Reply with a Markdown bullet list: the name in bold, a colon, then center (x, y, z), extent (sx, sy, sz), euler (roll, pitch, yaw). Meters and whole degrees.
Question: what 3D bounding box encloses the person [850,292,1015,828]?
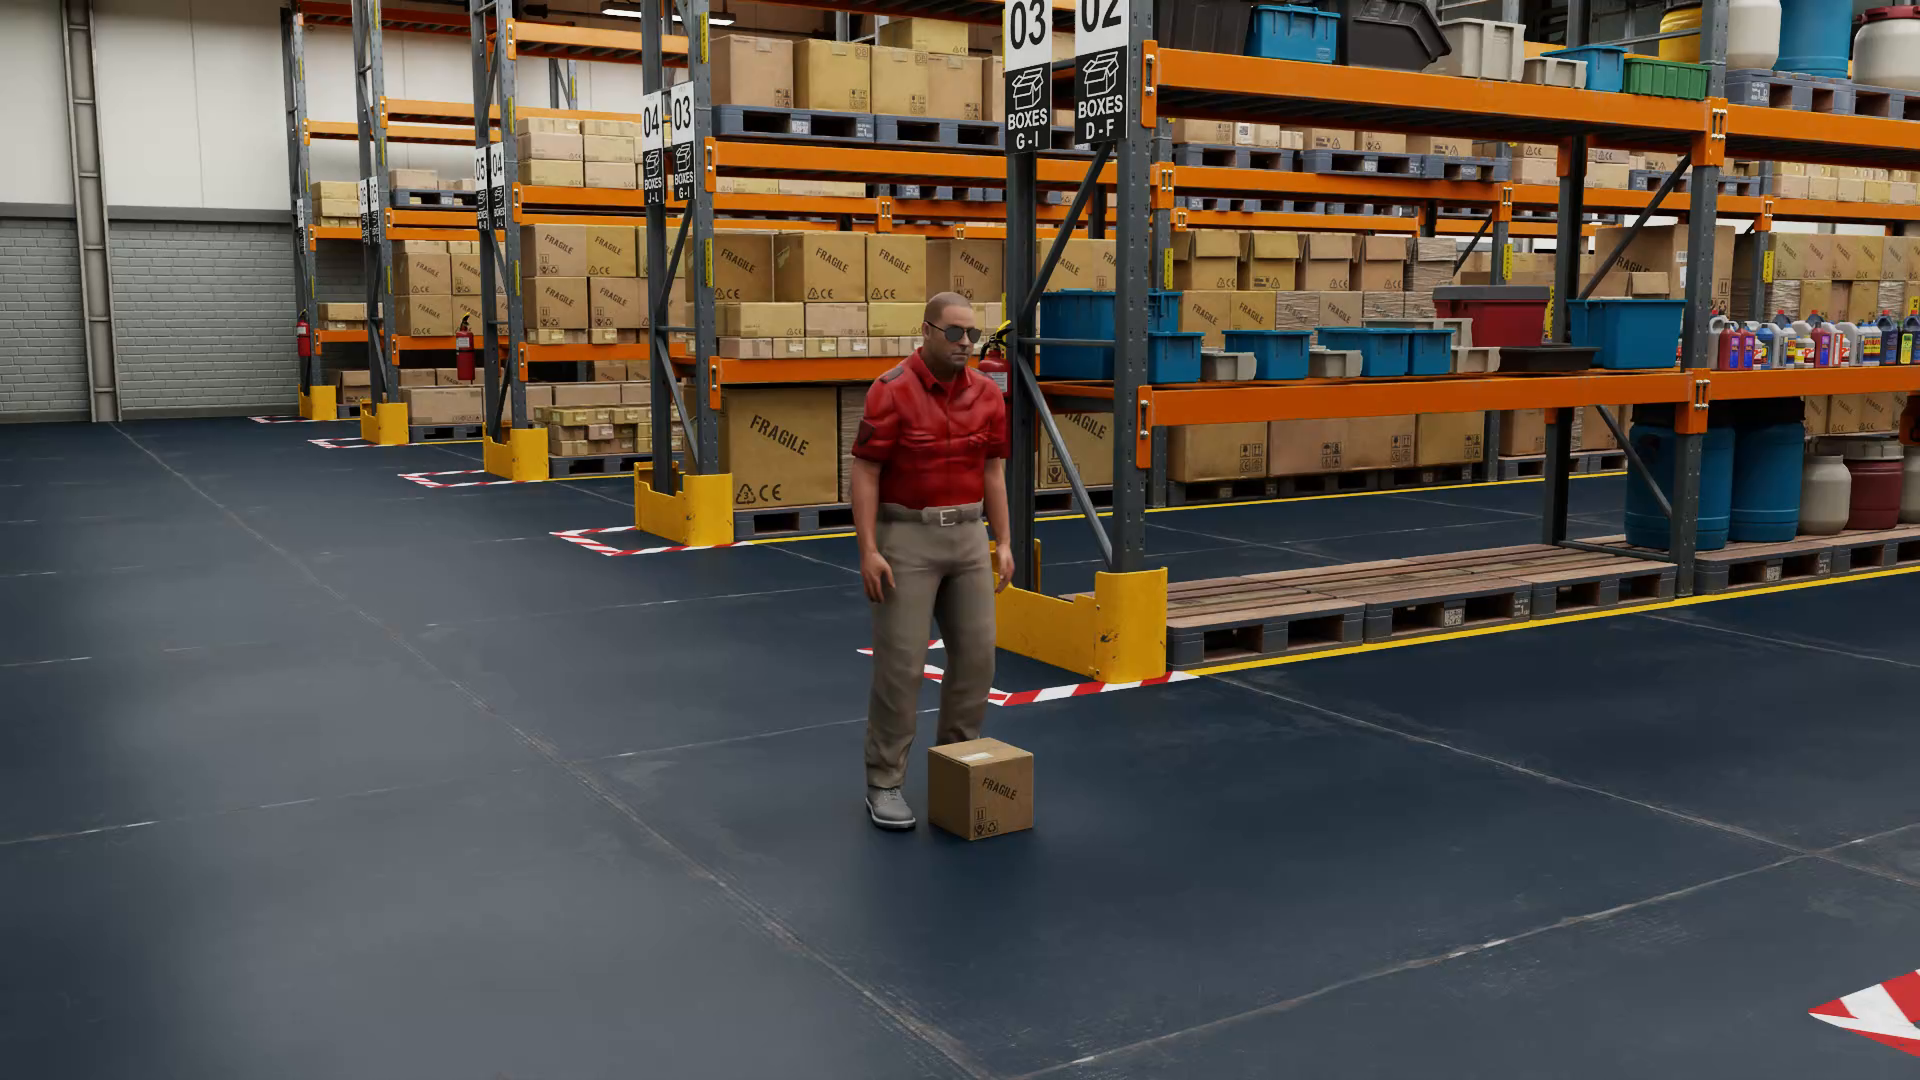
- **person**: center (-0.080, 0.048, 5.529), extent (0.586, 1.727, 0.395), euler (-5, 9, -31)
